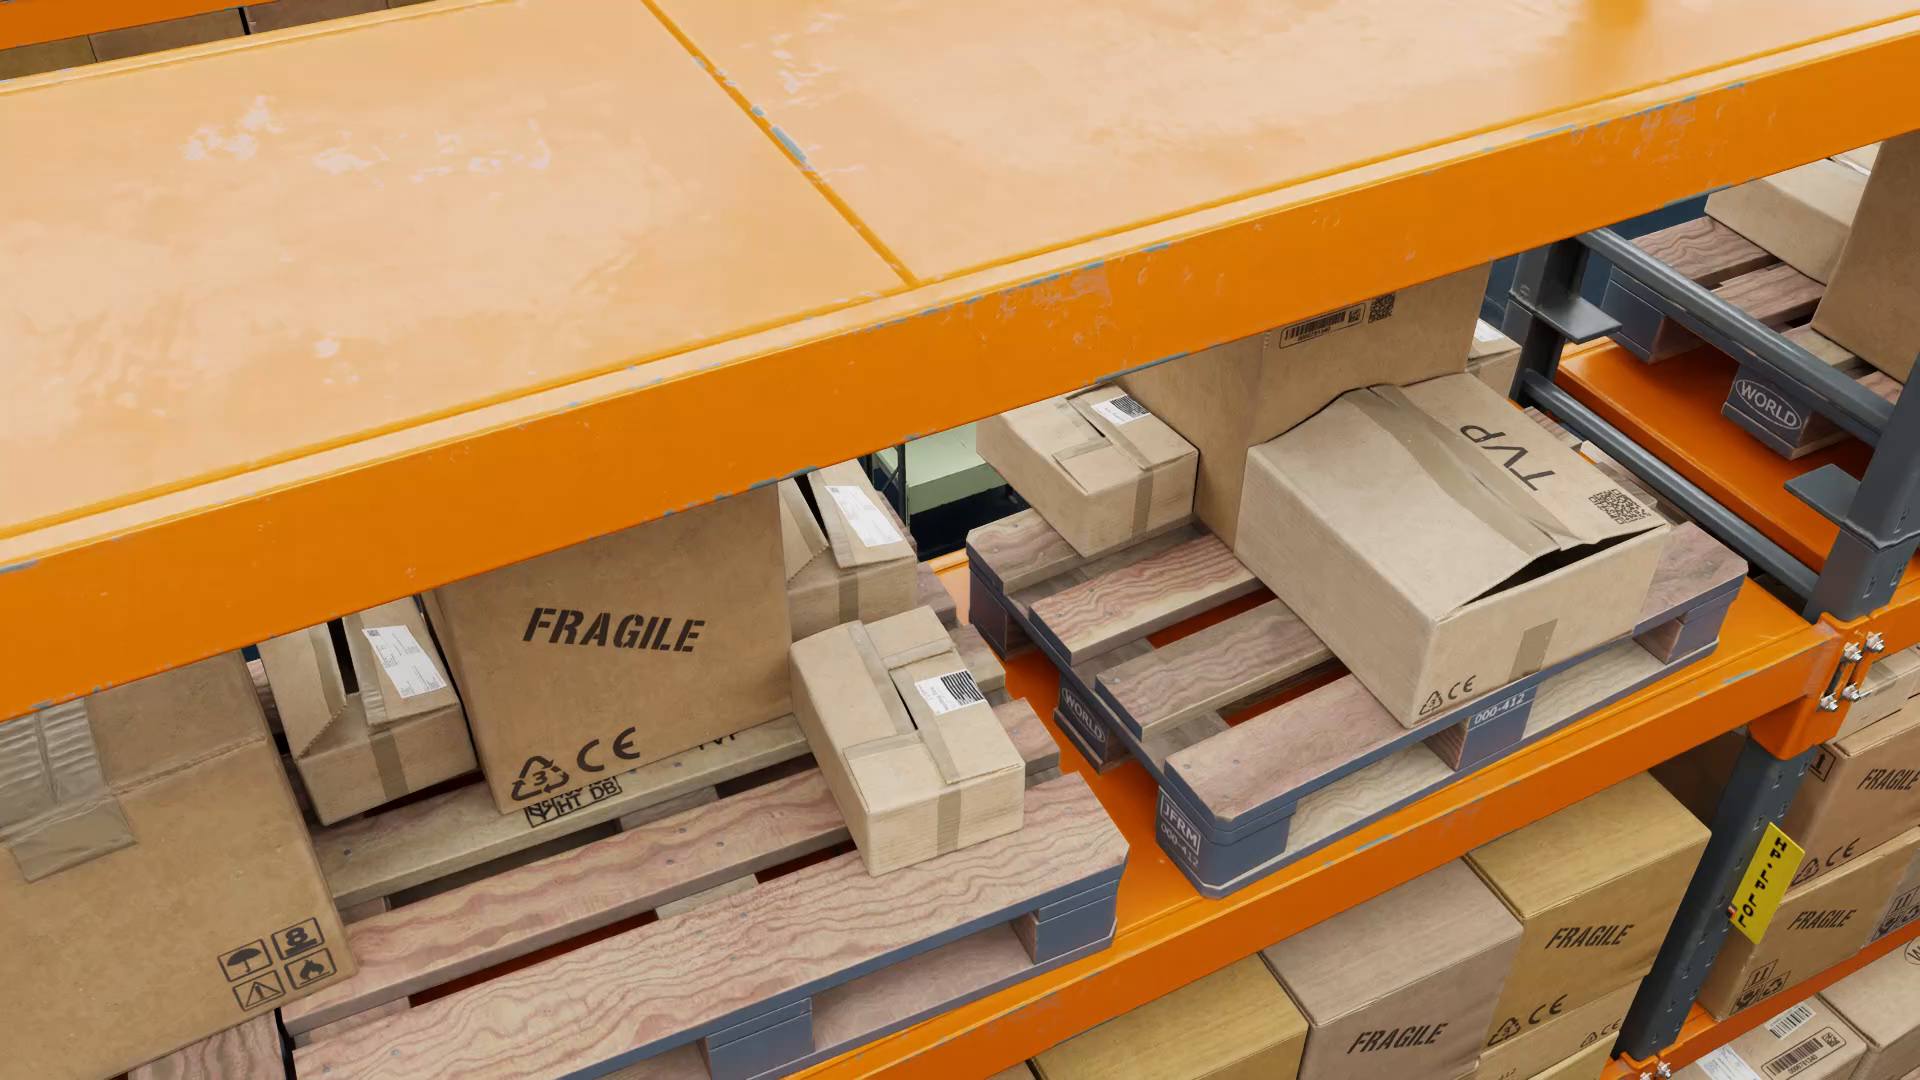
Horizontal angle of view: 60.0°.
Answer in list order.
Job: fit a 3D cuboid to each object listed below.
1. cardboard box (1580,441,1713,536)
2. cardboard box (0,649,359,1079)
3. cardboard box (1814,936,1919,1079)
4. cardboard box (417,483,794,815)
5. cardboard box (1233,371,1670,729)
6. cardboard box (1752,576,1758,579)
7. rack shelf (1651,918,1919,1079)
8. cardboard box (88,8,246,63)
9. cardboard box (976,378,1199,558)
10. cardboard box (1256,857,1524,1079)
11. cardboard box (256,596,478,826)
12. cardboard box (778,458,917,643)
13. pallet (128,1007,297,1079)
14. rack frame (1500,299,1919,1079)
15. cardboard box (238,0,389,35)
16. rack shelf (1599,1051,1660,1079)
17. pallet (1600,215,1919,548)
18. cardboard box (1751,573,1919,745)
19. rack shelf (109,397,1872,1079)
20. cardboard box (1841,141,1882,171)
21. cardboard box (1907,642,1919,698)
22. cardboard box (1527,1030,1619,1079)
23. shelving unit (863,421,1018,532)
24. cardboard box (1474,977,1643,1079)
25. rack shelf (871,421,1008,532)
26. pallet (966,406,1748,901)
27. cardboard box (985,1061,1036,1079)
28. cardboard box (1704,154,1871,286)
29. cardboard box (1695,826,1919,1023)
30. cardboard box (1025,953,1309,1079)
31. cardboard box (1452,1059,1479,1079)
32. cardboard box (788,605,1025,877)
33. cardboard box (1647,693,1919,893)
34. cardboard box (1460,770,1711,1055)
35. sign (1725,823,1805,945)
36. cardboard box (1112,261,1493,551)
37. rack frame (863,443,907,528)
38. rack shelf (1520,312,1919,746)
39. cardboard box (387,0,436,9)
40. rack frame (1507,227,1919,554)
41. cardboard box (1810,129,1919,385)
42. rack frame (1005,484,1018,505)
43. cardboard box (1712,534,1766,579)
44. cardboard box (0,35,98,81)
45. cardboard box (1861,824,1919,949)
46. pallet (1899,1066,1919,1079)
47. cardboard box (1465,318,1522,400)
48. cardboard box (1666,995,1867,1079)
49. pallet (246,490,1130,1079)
[{"bbox_3d":[1.644,-0.076,4.154,0.250,0.149,0.380,-19,44,-21],"label":"cardboard box"},{"bbox_3d":[-1.239,0.312,2.325,0.500,0.500,0.700,-21,44,-23],"label":"cardboard box"},{"bbox_3d":[2.918,1.290,5.552,0.875,0.438,0.875,-20,44,-22],"label":"cardboard box"},{"bbox_3d":[-0.600,0.024,2.665,0.500,0.500,0.500,-18,44,-20],"label":"cardboard box"},{"bbox_3d":[0.833,-0.022,2.866,0.500,0.311,0.500,-19,44,-21],"label":"cardboard box"},{"bbox_3d":[1.809,0.147,4.393,0.500,0.500,0.500,-19,44,-21],"label":"cardboard box"},{"bbox_3d":[3.292,0.543,5.332,4.000,0.370,1.077,-19,44,-21],"label":"rack shelf"},{"bbox_3d":[-5.191,-3.424,10.782,0.875,0.875,1.225,-18,44,-21],"label":"cardboard box"},{"bbox_3d":[0.234,-0.174,3.156,0.250,0.166,0.380,-22,45,-23],"label":"cardboard box"},{"bbox_3d":[0.782,0.881,3.525,0.500,0.500,0.500,-18,43,-20],"label":"cardboard box"},{"bbox_3d":[-0.970,0.194,2.646,0.258,0.266,0.396,-20,44,-22],"label":"cardboard box"},{"bbox_3d":[-0.264,-0.044,2.926,0.258,0.266,0.396,-15,43,-17],"label":"cardboard box"},{"bbox_3d":[-1.483,0.764,2.339,1.003,0.211,1.213,-17,43,-19],"label":"pallet"},{"bbox_3d":[1.518,0.865,4.395,0.127,3.000,1.000,-19,44,-21],"label":"rack frame"},{"bbox_3d":[-4.410,-3.693,11.099,0.875,0.875,1.225,-20,44,-22],"label":"cardboard box"},{"bbox_3d":[-0.256,1.737,3.922,4.000,0.370,1.077,-19,44,-21],"label":"rack shelf"},{"bbox_3d":[2.249,-0.484,3.736,1.213,0.211,1.003,-19,44,-21],"label":"pallet"},{"bbox_3d":[1.918,0.253,3.766,0.250,0.149,0.380,-19,44,-21],"label":"cardboard box"},{"bbox_3d":[-0.256,0.592,2.953,4.000,0.370,1.077,-19,44,-21],"label":"rack shelf"},{"bbox_3d":[2.171,-0.835,3.874,0.250,0.149,0.380,-18,43,-20],"label":"cardboard box"},{"bbox_3d":[2.138,0.167,3.867,0.250,0.149,0.380,-18,43,-20],"label":"cardboard box"},{"bbox_3d":[1.237,1.201,4.115,0.500,0.250,0.500,-20,44,-22],"label":"cardboard box"},{"bbox_3d":[-0.006,-0.570,7.252,0.755,1.500,0.431,-19,44,-21],"label":"shelving unit"},{"bbox_3d":[1.239,1.003,3.962,0.500,0.250,0.500,-19,44,-21],"label":"cardboard box"},{"bbox_3d":[-0.006,-0.322,7.463,0.720,0.370,0.431,-19,44,-21],"label":"rack shelf"},{"bbox_3d":[0.728,0.095,3.131,1.217,0.209,0.805,-20,44,-22],"label":"pallet"},{"bbox_3d":[-0.129,1.185,3.167,0.500,0.500,0.500,-18,43,-20],"label":"cardboard box"},{"bbox_3d":[1.937,-0.801,3.743,0.258,0.266,0.396,-17,43,-19],"label":"cardboard box"},{"bbox_3d":[2.055,0.837,4.351,0.500,0.500,0.500,-17,43,-19],"label":"cardboard box"},{"bbox_3d":[0.324,1.022,3.359,0.500,0.500,0.500,-17,43,-19],"label":"cardboard box"},{"bbox_3d":[0.800,1.156,3.781,0.500,0.250,0.500,-18,43,-20],"label":"cardboard box"},{"bbox_3d":[-0.090,0.300,2.597,0.250,0.166,0.380,-15,43,-17],"label":"cardboard box"},{"bbox_3d":[2.052,0.442,4.043,0.500,0.500,0.500,-18,44,-20],"label":"cardboard box"},{"bbox_3d":[1.238,0.723,3.712,0.500,0.500,0.500,-17,43,-19],"label":"cardboard box"},{"bbox_3d":[1.777,0.762,3.682,0.005,0.325,0.100,-19,44,-21],"label":"sign"},{"bbox_3d":[0.602,-0.381,3.143,0.500,0.500,0.500,-19,44,-21],"label":"cardboard box"},{"bbox_3d":[-0.331,-0.461,7.123,0.023,1.500,0.400,-19,44,-21],"label":"rack frame"},{"bbox_3d":[3.292,-0.602,4.363,4.000,0.370,1.077,-19,44,-21],"label":"rack shelf"},{"bbox_3d":[-3.618,-3.960,11.415,0.875,0.875,1.225,-18,44,-21],"label":"cardboard box"},{"bbox_3d":[1.518,-1.424,2.457,0.127,3.000,1.000,-19,44,-21],"label":"rack frame"},{"bbox_3d":[2.137,-0.571,3.291,0.500,0.500,0.500,-18,43,-20],"label":"cardboard box"},{"bbox_3d":[0.319,-0.680,7.381,0.023,1.500,0.400,-19,44,-21],"label":"rack frame"},{"bbox_3d":[1.928,-0.093,4.173,0.250,0.149,0.380,-18,43,-20],"label":"cardboard box"},{"bbox_3d":[-5.986,-3.163,10.473,0.875,0.875,1.225,-21,44,-23],"label":"cardboard box"},{"bbox_3d":[2.503,0.689,4.525,0.500,0.500,0.500,-18,44,-20],"label":"cardboard box"},{"bbox_3d":[3.312,1.381,5.944,1.213,0.211,1.003,-19,44,-21],"label":"pallet"},{"bbox_3d":[0.913,-0.440,3.394,0.258,0.266,0.396,-19,44,-21],"label":"cardboard box"},{"bbox_3d":[2.125,1.557,5.236,0.875,0.438,0.875,-19,44,-21],"label":"cardboard box"},{"bbox_3d":[-0.493,0.428,2.736,1.213,0.211,1.003,-17,43,-19],"label":"pallet"}]
